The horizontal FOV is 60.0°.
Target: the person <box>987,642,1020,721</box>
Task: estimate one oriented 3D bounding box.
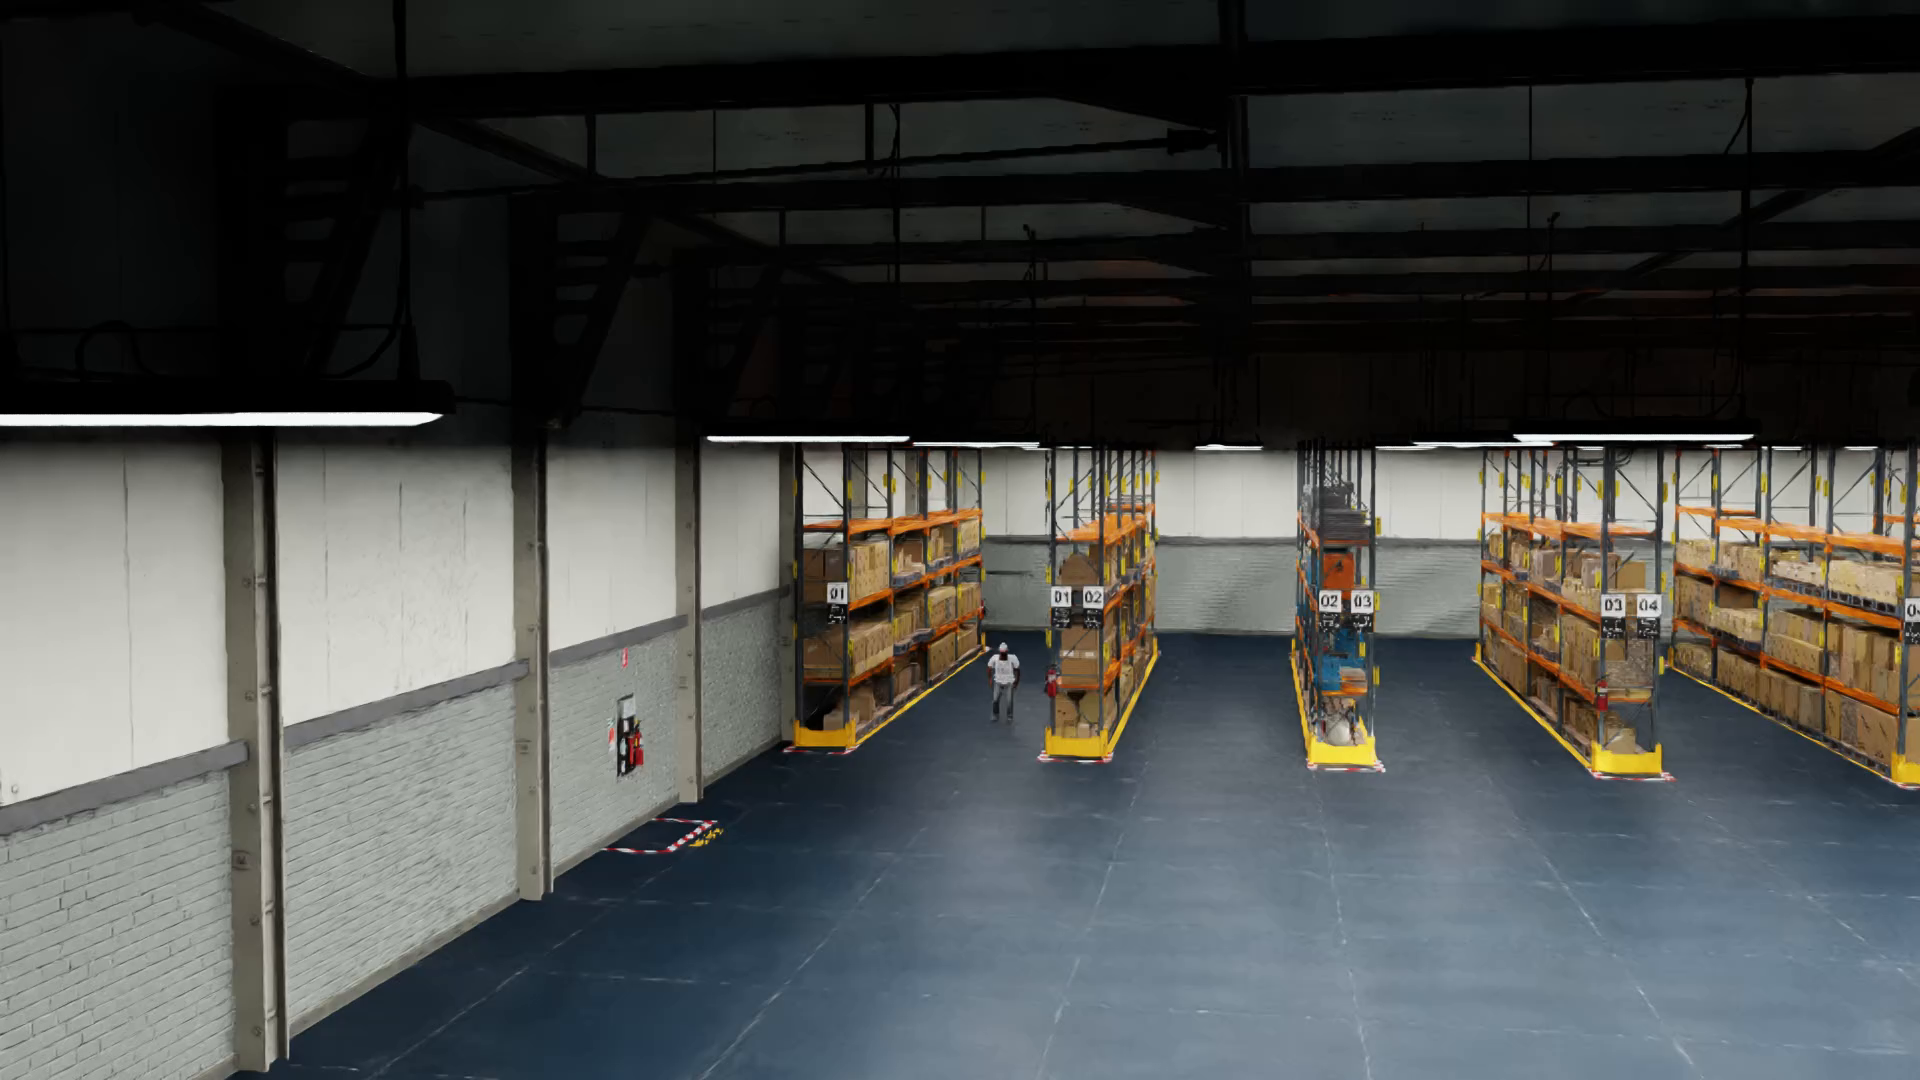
[{"bbox_3d":[0.921,3.008,35.243,0.719,1.714,0.578,0,3,8],"label":"person"}]
